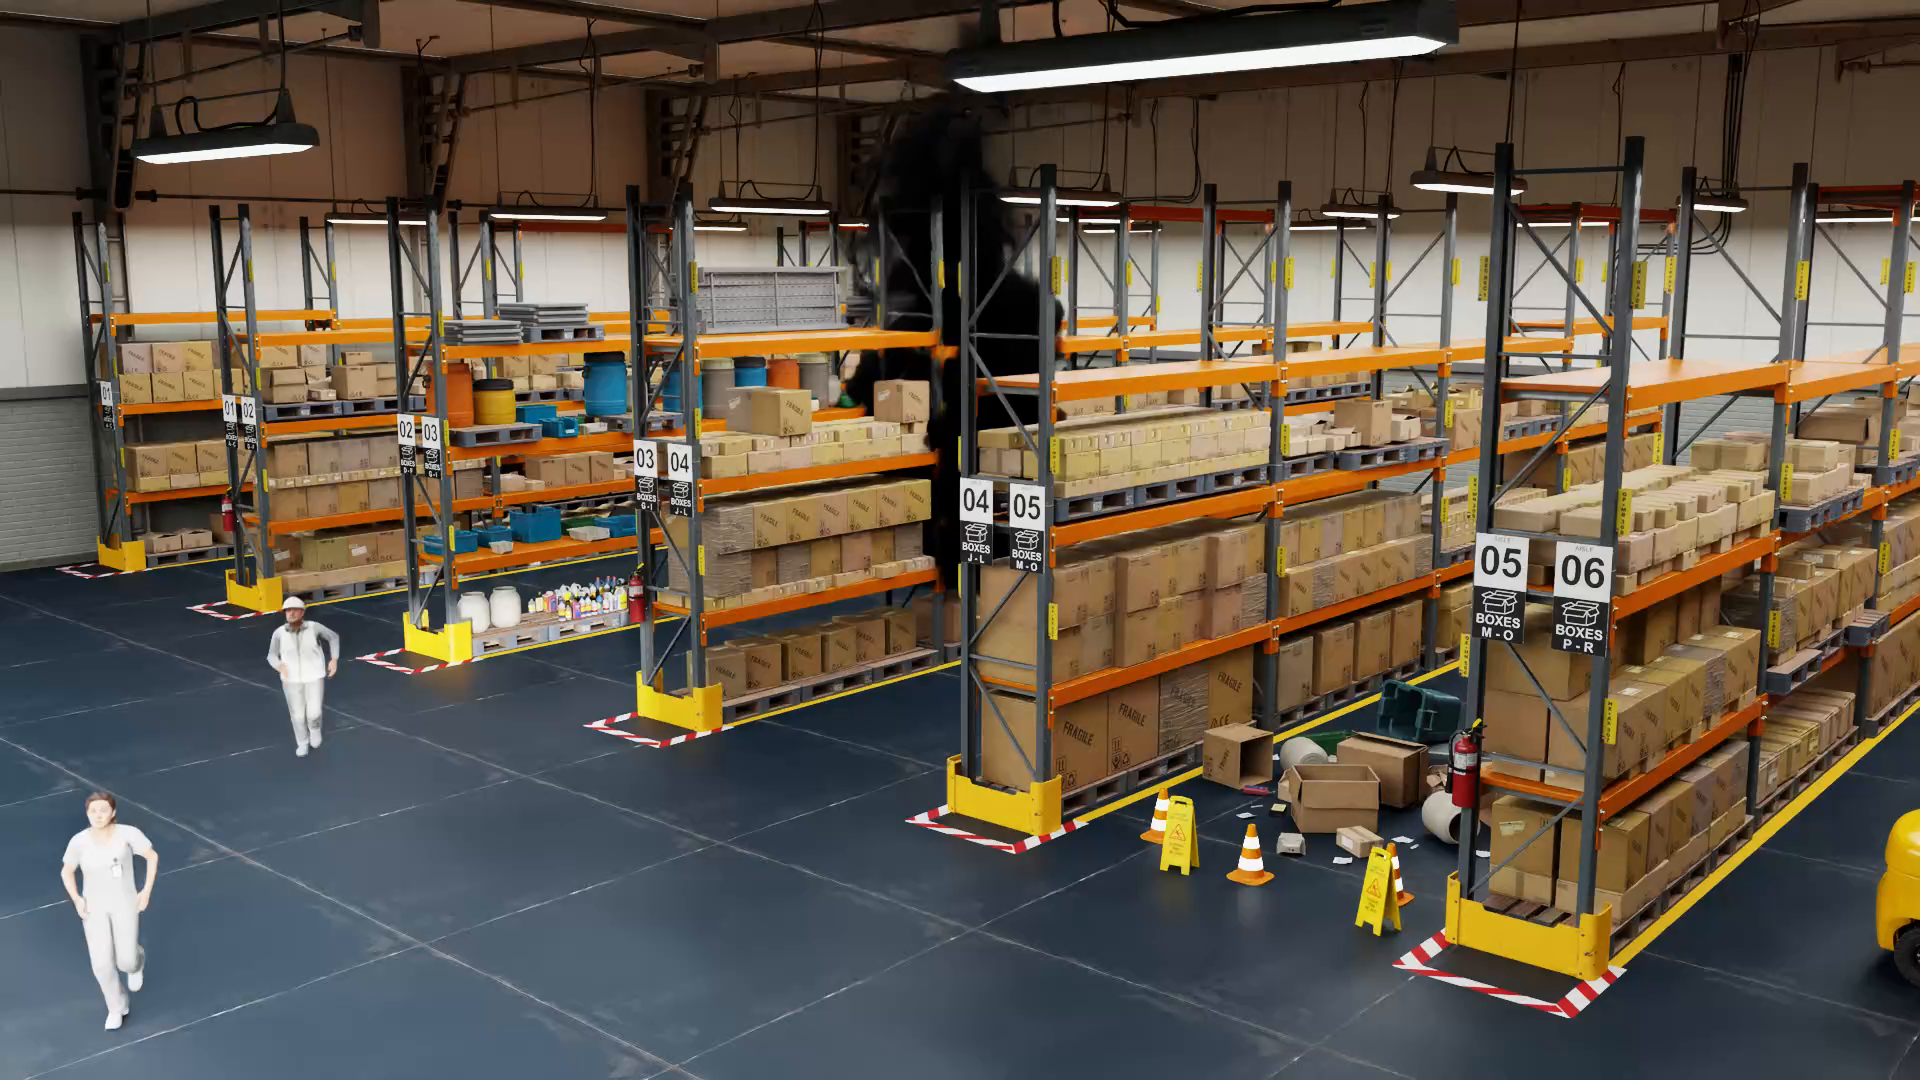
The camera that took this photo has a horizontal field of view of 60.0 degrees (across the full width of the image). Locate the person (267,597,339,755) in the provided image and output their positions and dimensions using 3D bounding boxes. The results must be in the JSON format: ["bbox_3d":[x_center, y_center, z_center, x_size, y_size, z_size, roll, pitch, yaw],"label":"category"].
[{"bbox_3d":[-6.854,1.442,17.380,0.688,1.729,0.734,-2,10,-14],"label":"person"}]

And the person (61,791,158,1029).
[{"bbox_3d":[-5.824,2.499,11.438,0.595,1.617,0.590,-3,10,-20],"label":"person"}]

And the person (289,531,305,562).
[{"bbox_3d":[-10.973,-0.276,27.558,0.635,1.809,0.681,7,12,38],"label":"person"}]
